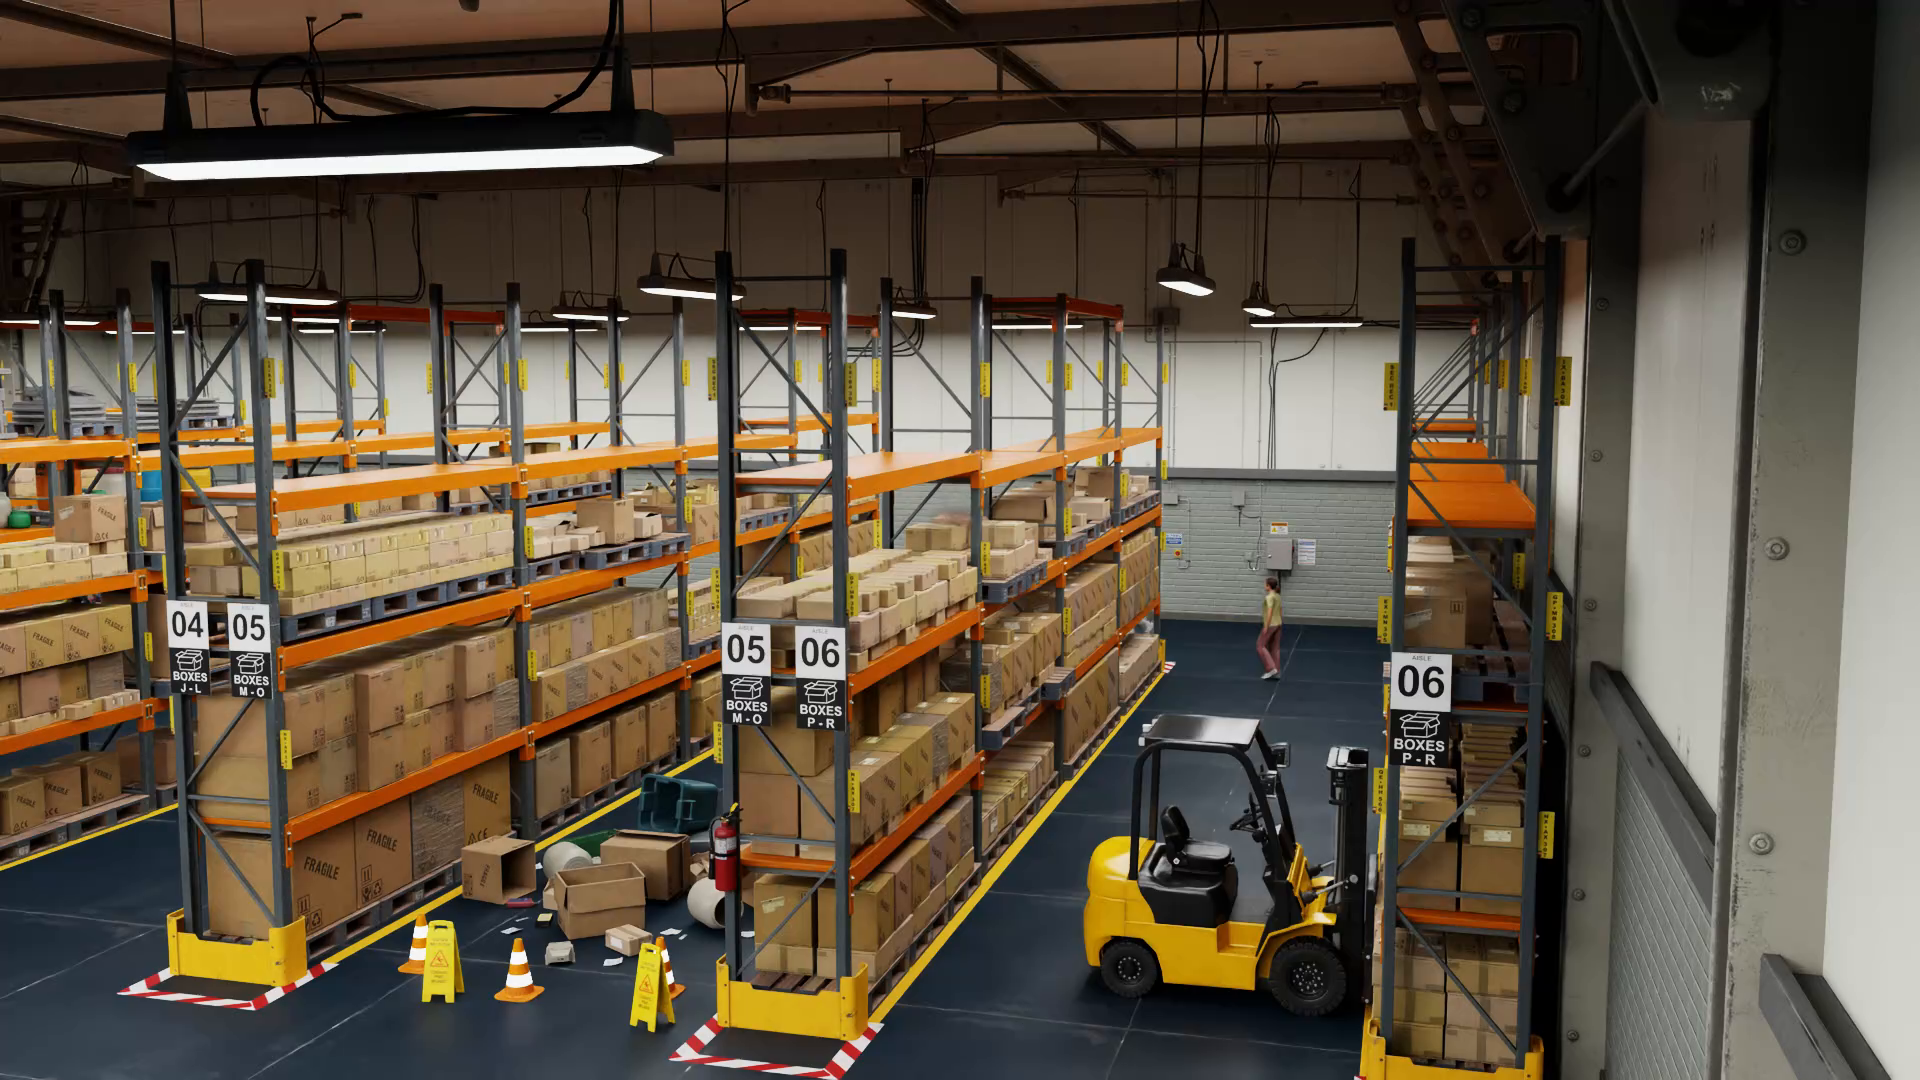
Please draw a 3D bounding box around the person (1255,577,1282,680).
[{"bbox_3d":[5.140,1.463,27.399,0.394,1.670,0.507,5,8,37],"label":"person"}]

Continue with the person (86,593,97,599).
[{"bbox_3d":[-17.700,0.707,33.853,0.518,1.712,1.054,3,7,26],"label":"person"}]

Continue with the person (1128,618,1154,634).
[{"bbox_3d":[3.218,1.034,30.561,0.742,1.762,0.556,0,6,-3],"label":"person"}]
